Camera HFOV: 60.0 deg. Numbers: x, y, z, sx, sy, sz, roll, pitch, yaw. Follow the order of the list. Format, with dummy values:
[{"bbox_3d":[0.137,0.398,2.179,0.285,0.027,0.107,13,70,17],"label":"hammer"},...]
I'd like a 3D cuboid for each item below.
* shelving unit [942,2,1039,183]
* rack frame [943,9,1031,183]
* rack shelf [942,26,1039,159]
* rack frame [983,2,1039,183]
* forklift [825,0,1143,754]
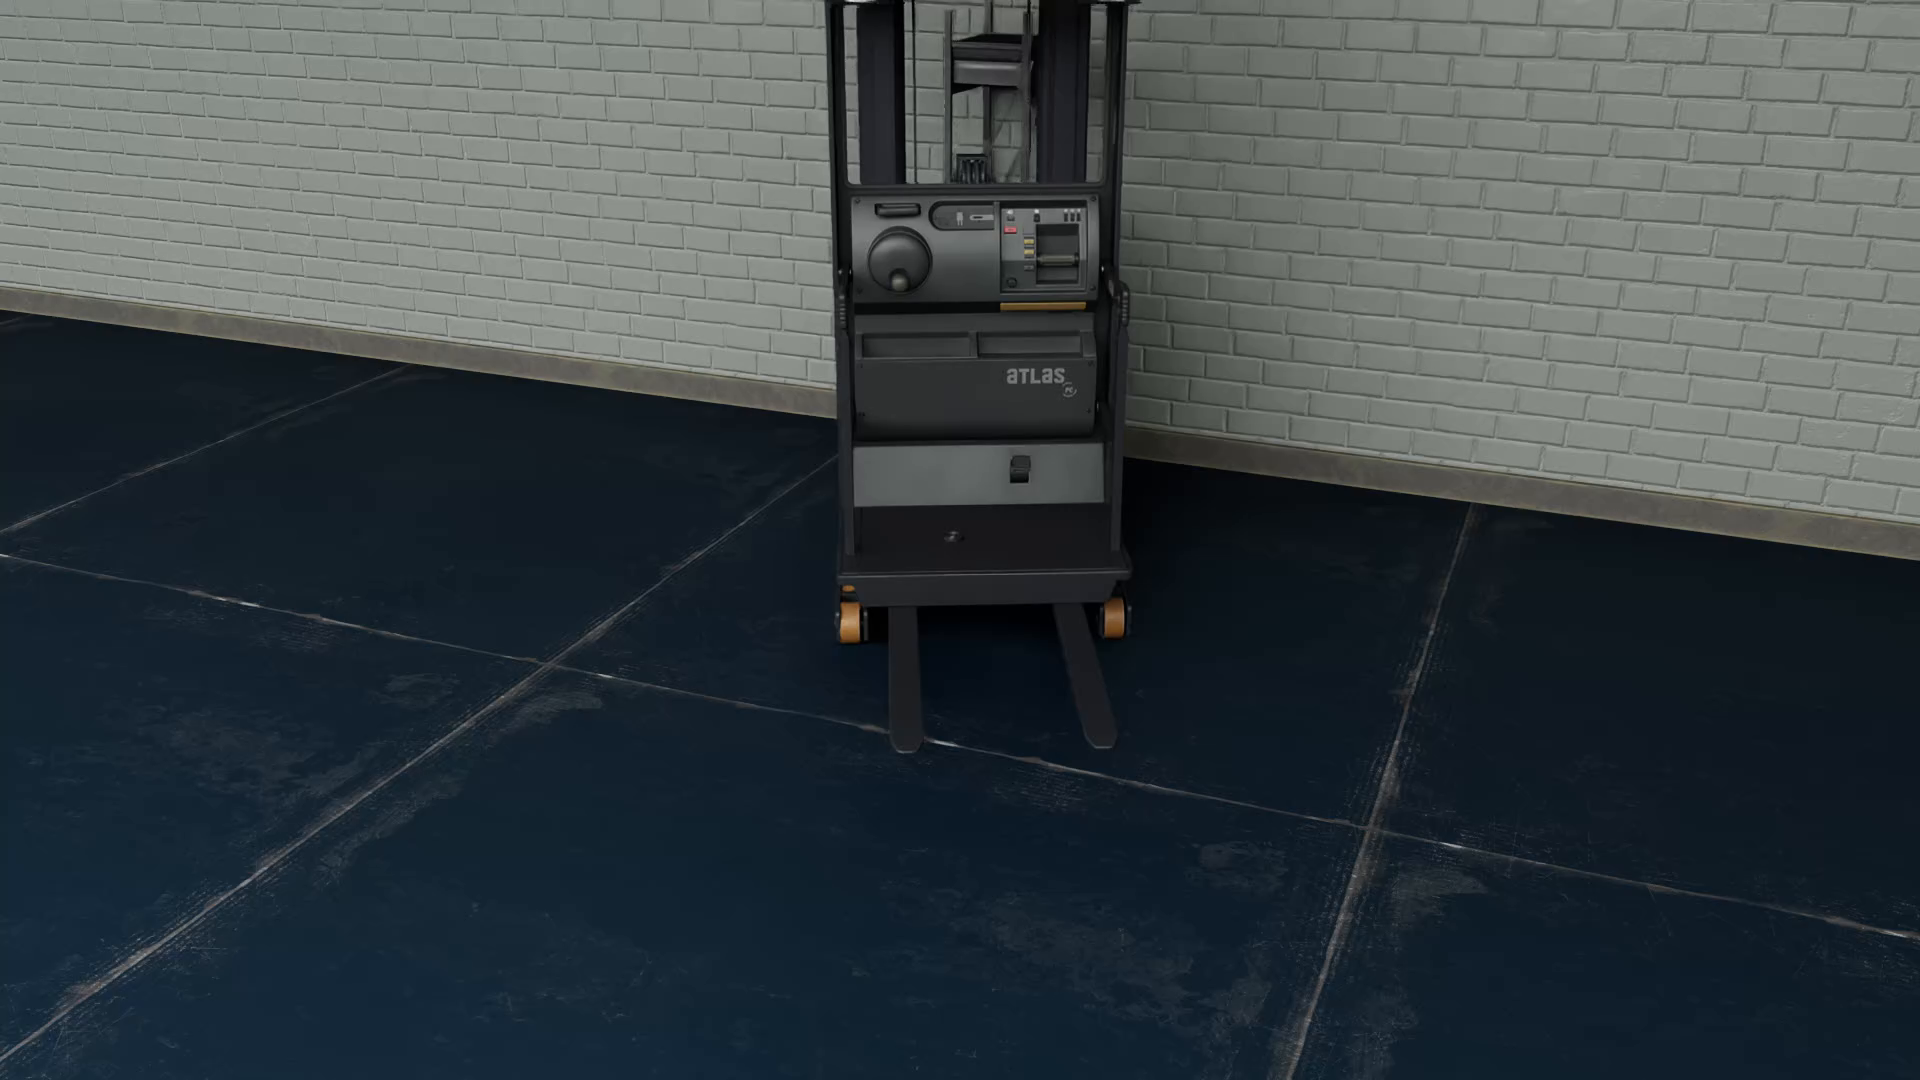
[{"bbox_3d":[0.203,-1.403,7.804,0.431,2.100,0.503,9,23,20],"label":"shelving unit"},{"bbox_3d":[0.111,-1.320,7.594,0.400,2.100,0.015,9,23,20],"label":"rack frame"},{"bbox_3d":[0.207,-2.040,7.550,0.431,0.518,0.480,9,23,20],"label":"rack shelf"},{"bbox_3d":[0.295,-1.486,8.014,0.400,2.100,0.015,9,23,20],"label":"rack frame"},{"bbox_3d":[0.071,-1.083,6.040,1.130,2.935,3.031,-1,23,-2],"label":"forklift"}]
